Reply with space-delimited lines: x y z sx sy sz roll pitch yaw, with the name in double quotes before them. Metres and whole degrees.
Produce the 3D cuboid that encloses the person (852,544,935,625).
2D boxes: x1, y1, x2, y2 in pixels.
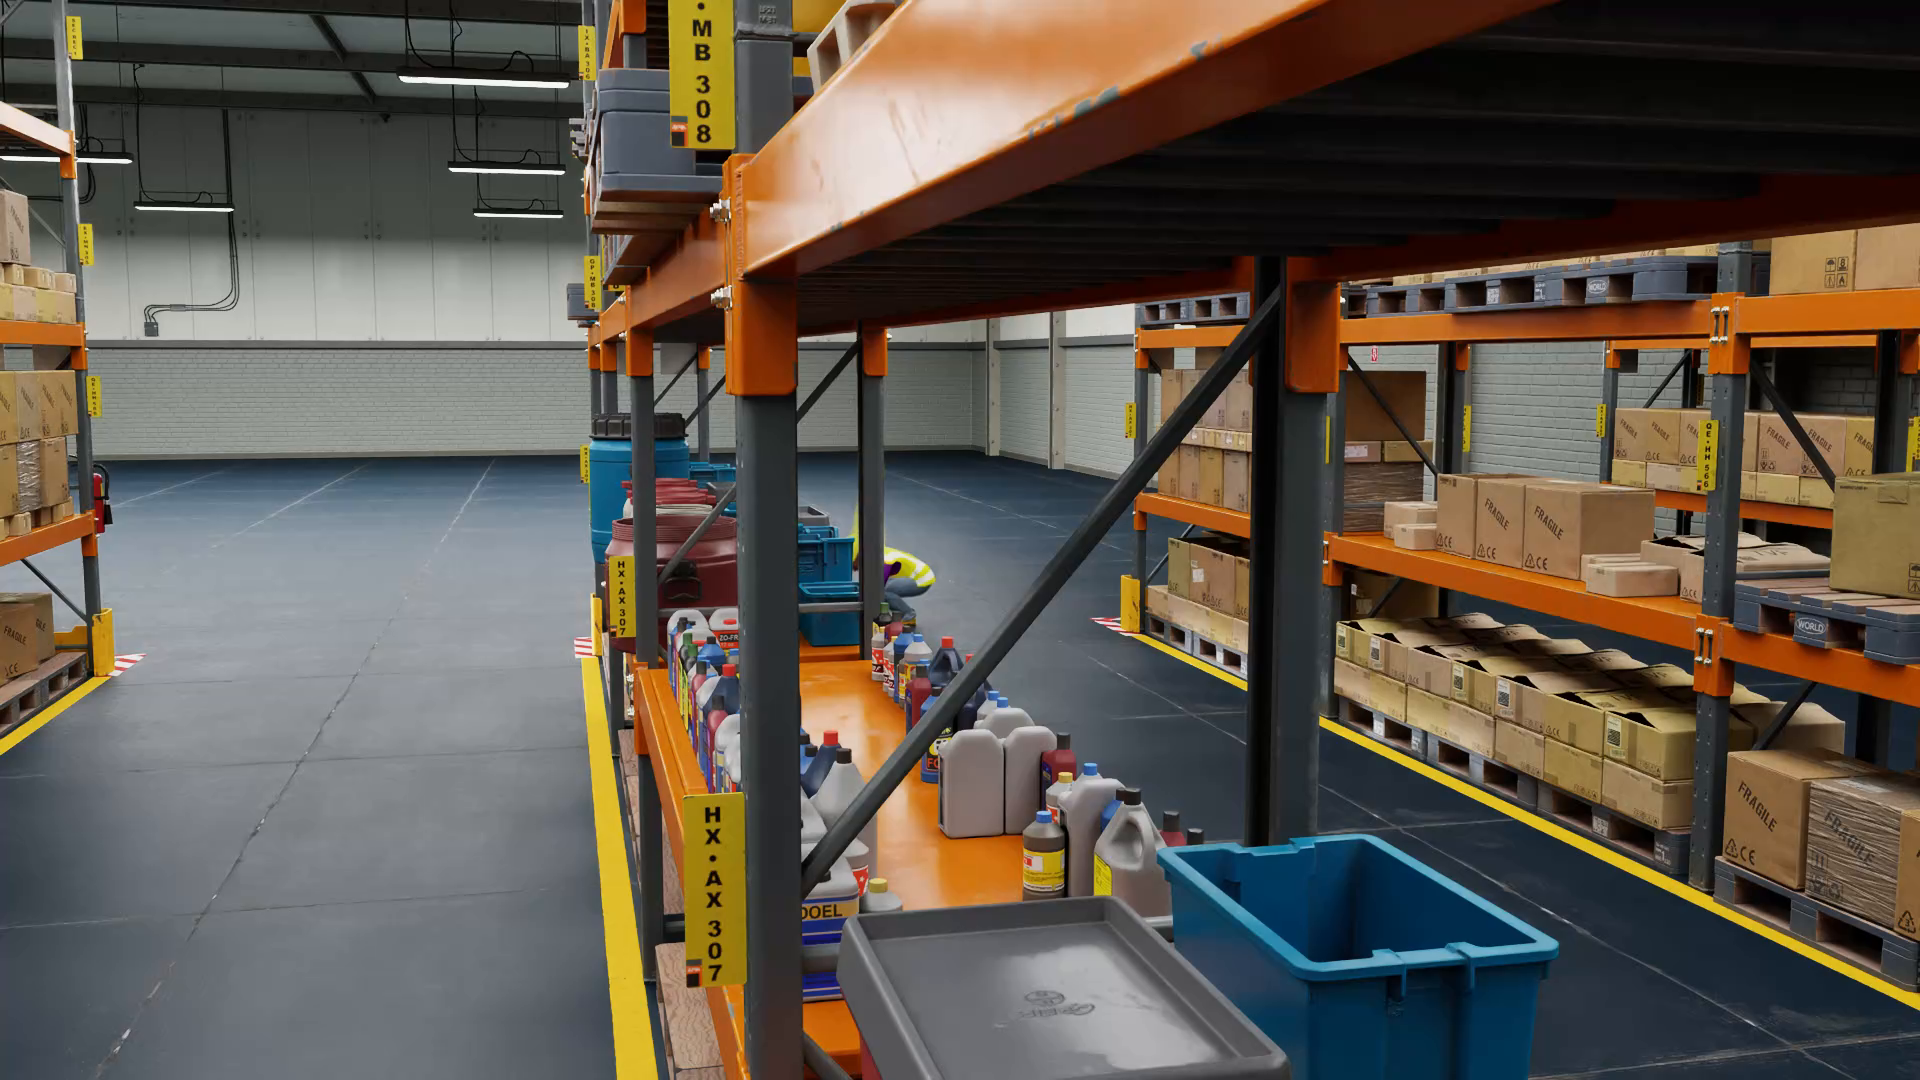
"person" -0.702 0.463 15.964 0.929 0.896 0.546 -2 6 -14
